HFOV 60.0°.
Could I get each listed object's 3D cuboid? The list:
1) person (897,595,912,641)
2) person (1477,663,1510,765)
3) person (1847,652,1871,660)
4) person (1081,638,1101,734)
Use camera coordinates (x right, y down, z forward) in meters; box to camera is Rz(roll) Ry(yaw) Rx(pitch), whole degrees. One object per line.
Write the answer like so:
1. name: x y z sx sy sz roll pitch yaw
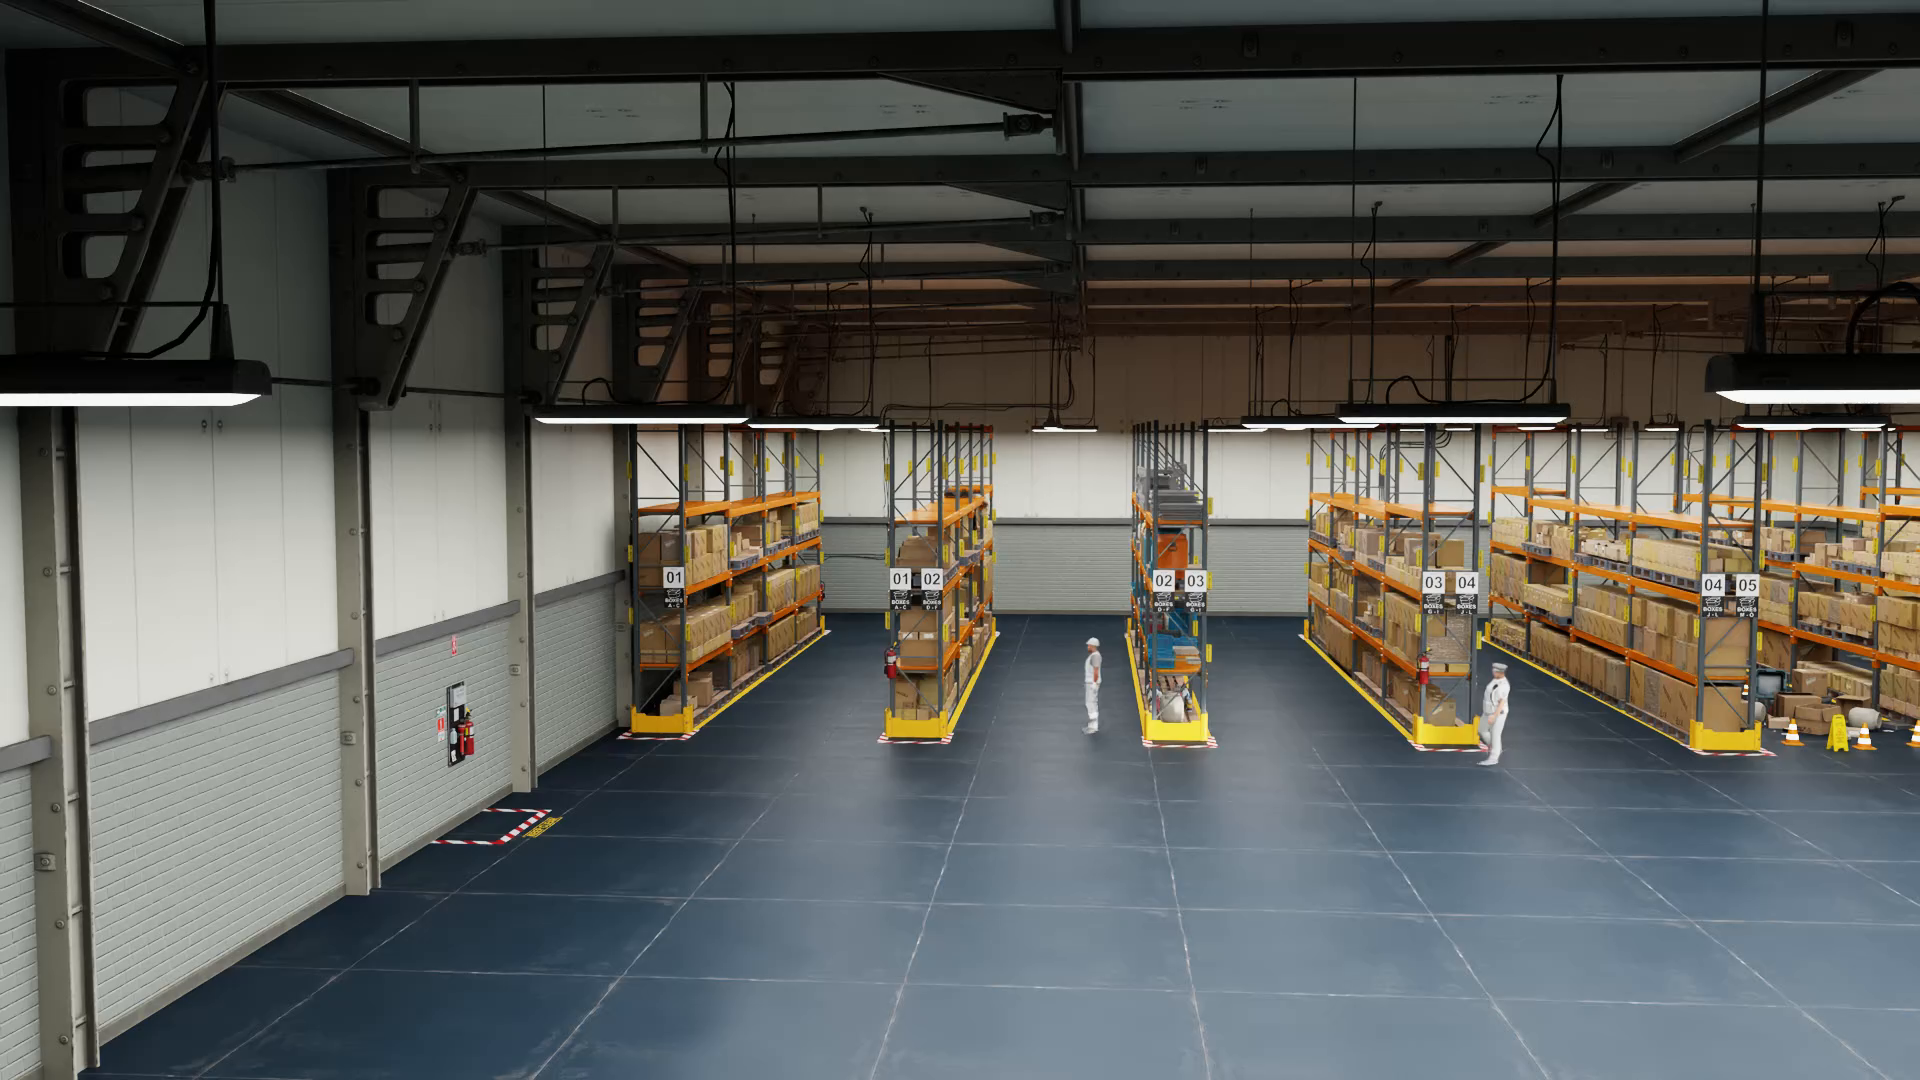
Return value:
1. person: -1.478 1.962 45.942 0.572 1.609 0.975 0 4 4
2. person: 9.253 3.025 28.912 0.543 1.777 0.608 -1 4 -15
3. person: 22.803 2.304 42.212 0.538 1.455 0.876 -1 4 -16
4. person: 2.535 2.802 32.078 0.377 1.820 0.616 0 4 4
